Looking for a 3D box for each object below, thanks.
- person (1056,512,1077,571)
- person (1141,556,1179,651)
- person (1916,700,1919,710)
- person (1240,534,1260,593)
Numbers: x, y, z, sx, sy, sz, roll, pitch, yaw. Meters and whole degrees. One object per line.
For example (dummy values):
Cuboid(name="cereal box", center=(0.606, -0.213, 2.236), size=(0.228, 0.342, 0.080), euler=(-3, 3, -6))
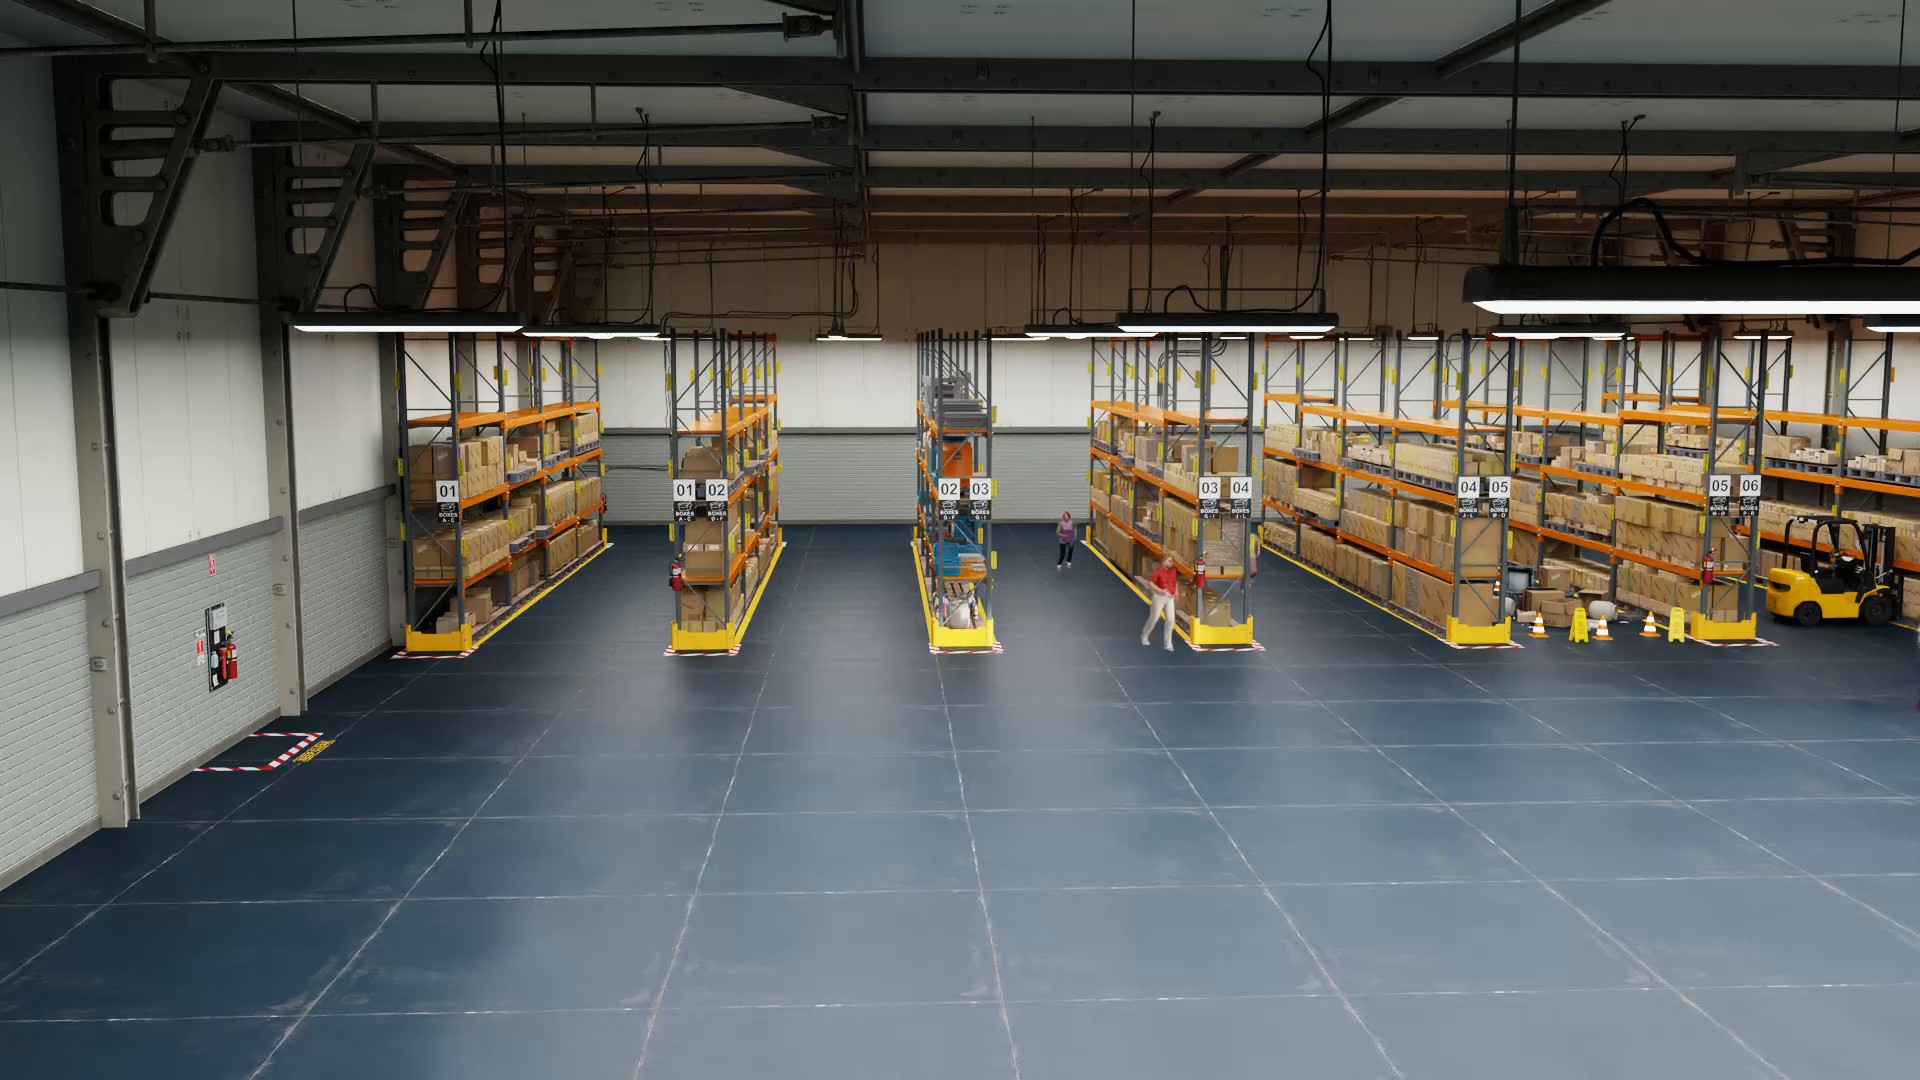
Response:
Cuboid(name="person", center=(2.629, 0.048, 41.114), size=(0.551, 1.497, 0.913), euler=(0, 7, -4))
Cuboid(name="person", center=(3.878, 1.184, 31.438), size=(0.713, 1.792, 0.769), euler=(-3, 7, -25))
Cuboid(name="person", center=(15.172, 1.885, 25.745), size=(0.661, 1.617, 0.570), euler=(-6, 9, -43))
Cuboid(name="person", center=(6.619, 0.426, 38.151), size=(0.605, 1.625, 0.641), euler=(0, 7, -3))
